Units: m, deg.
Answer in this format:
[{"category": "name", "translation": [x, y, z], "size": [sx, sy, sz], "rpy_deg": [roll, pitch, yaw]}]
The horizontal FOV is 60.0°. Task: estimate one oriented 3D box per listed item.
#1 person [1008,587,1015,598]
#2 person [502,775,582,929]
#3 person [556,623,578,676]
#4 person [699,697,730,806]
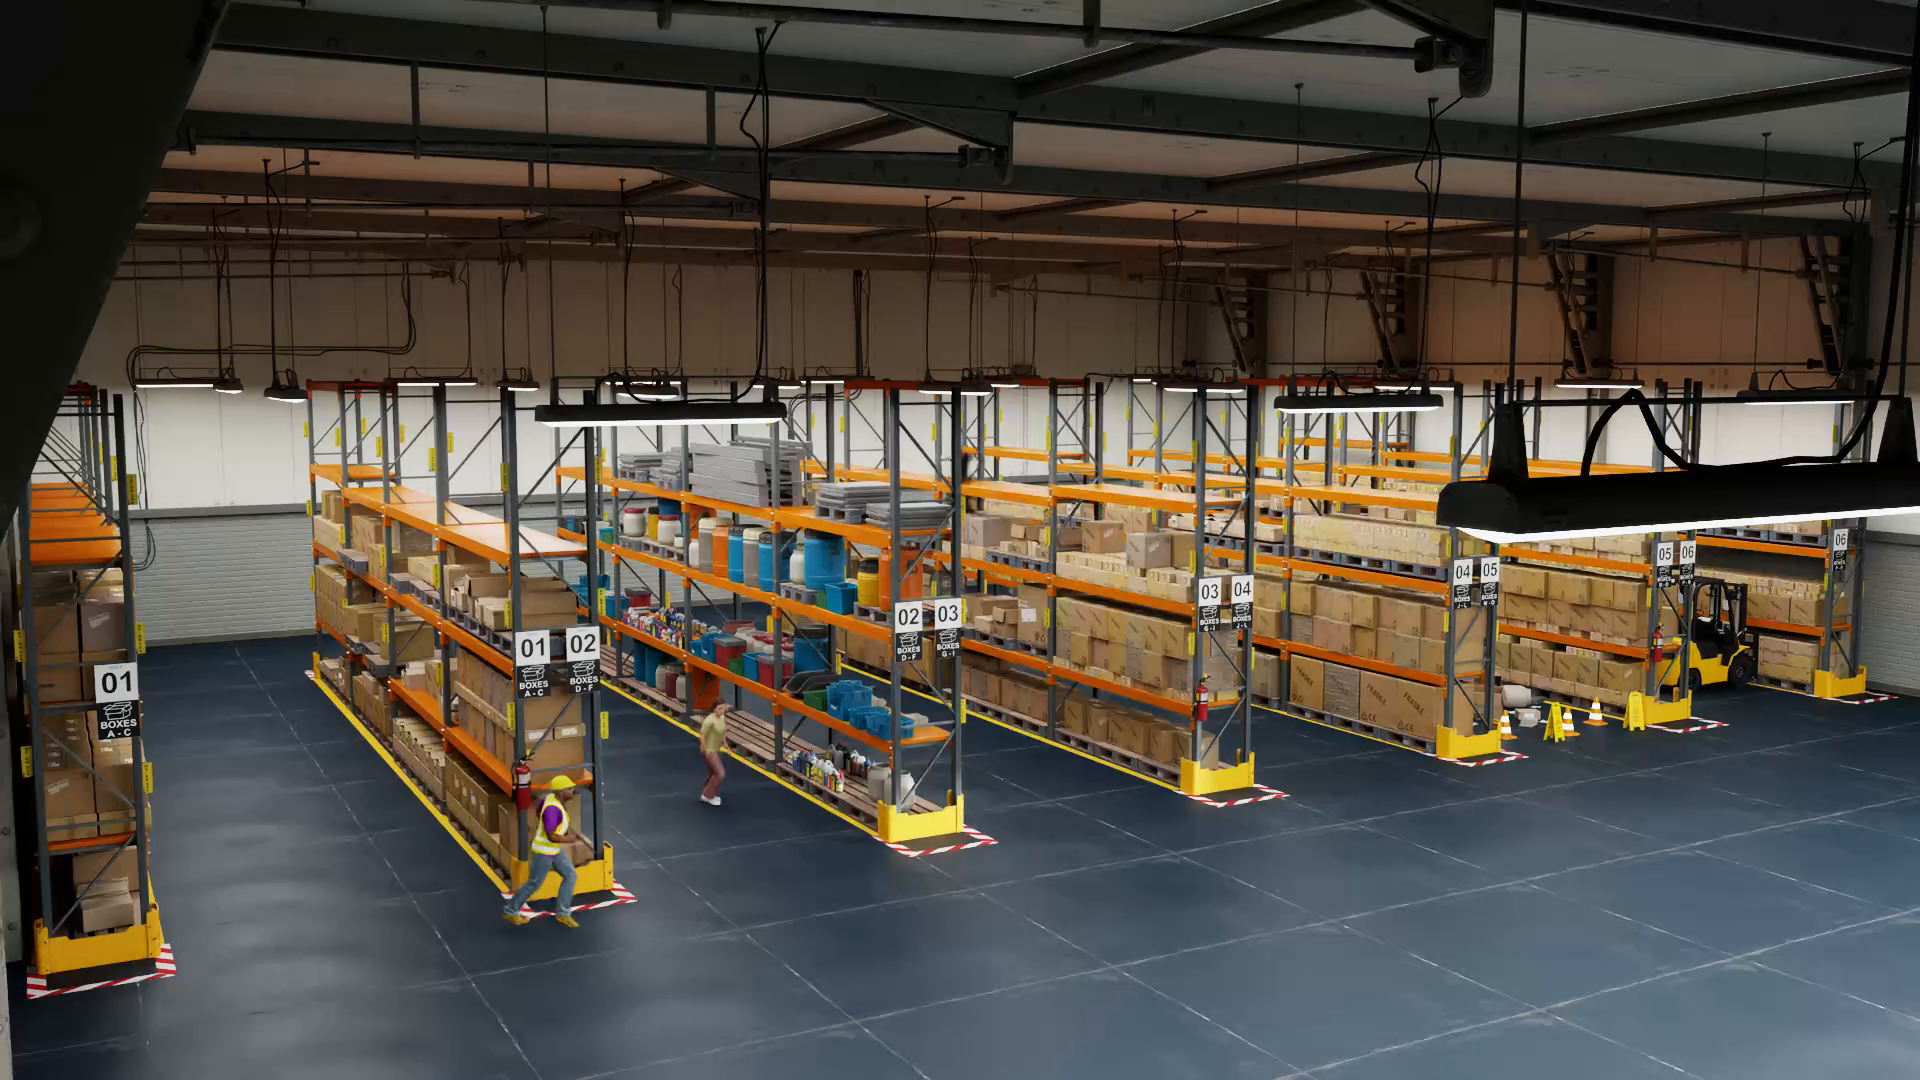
[{"category": "person", "translation": [1.524, 0.907, 43.132], "size": [0.817, 1.747, 0.591], "rpy_deg": [-5, 8, -40]}, {"category": "person", "translation": [-4.677, 3.513, 18.606], "size": [0.908, 1.768, 0.693], "rpy_deg": [0, 6, -2]}, {"category": "person", "translation": [-7.464, 2.127, 31.416], "size": [0.615, 1.813, 0.832], "rpy_deg": [-2, 6, -16]}, {"category": "person", "translation": [-3.556, 3.011, 23.797], "size": [0.547, 1.611, 0.569], "rpy_deg": [2, 6, 17]}]
